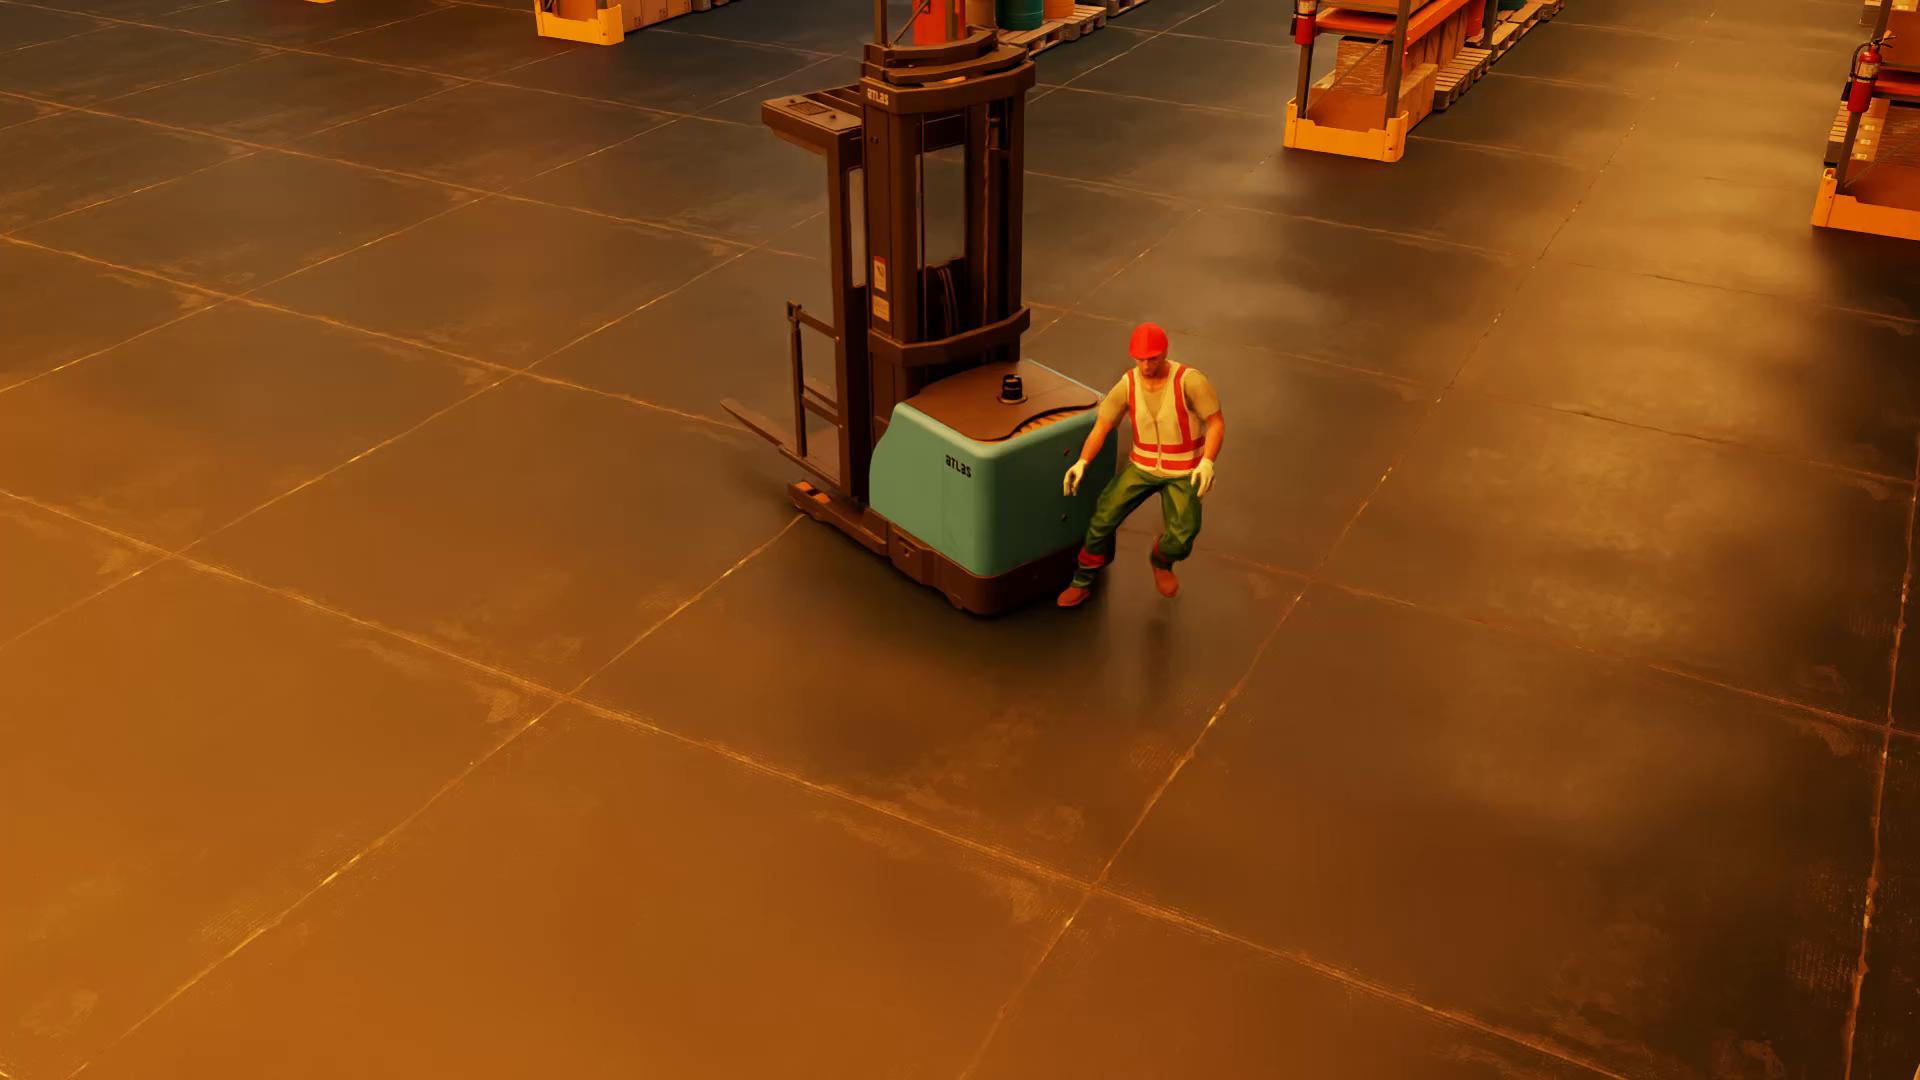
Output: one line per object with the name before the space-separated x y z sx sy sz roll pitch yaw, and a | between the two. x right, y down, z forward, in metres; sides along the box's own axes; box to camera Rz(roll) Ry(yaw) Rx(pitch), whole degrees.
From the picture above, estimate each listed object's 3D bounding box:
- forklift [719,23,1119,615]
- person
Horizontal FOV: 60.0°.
forklift | -0.414 -1.527 9.716 1.130 2.935 3.031 -22 37 -33
person | 0.996 -0.351 8.985 0.808 1.646 0.667 12 32 19
